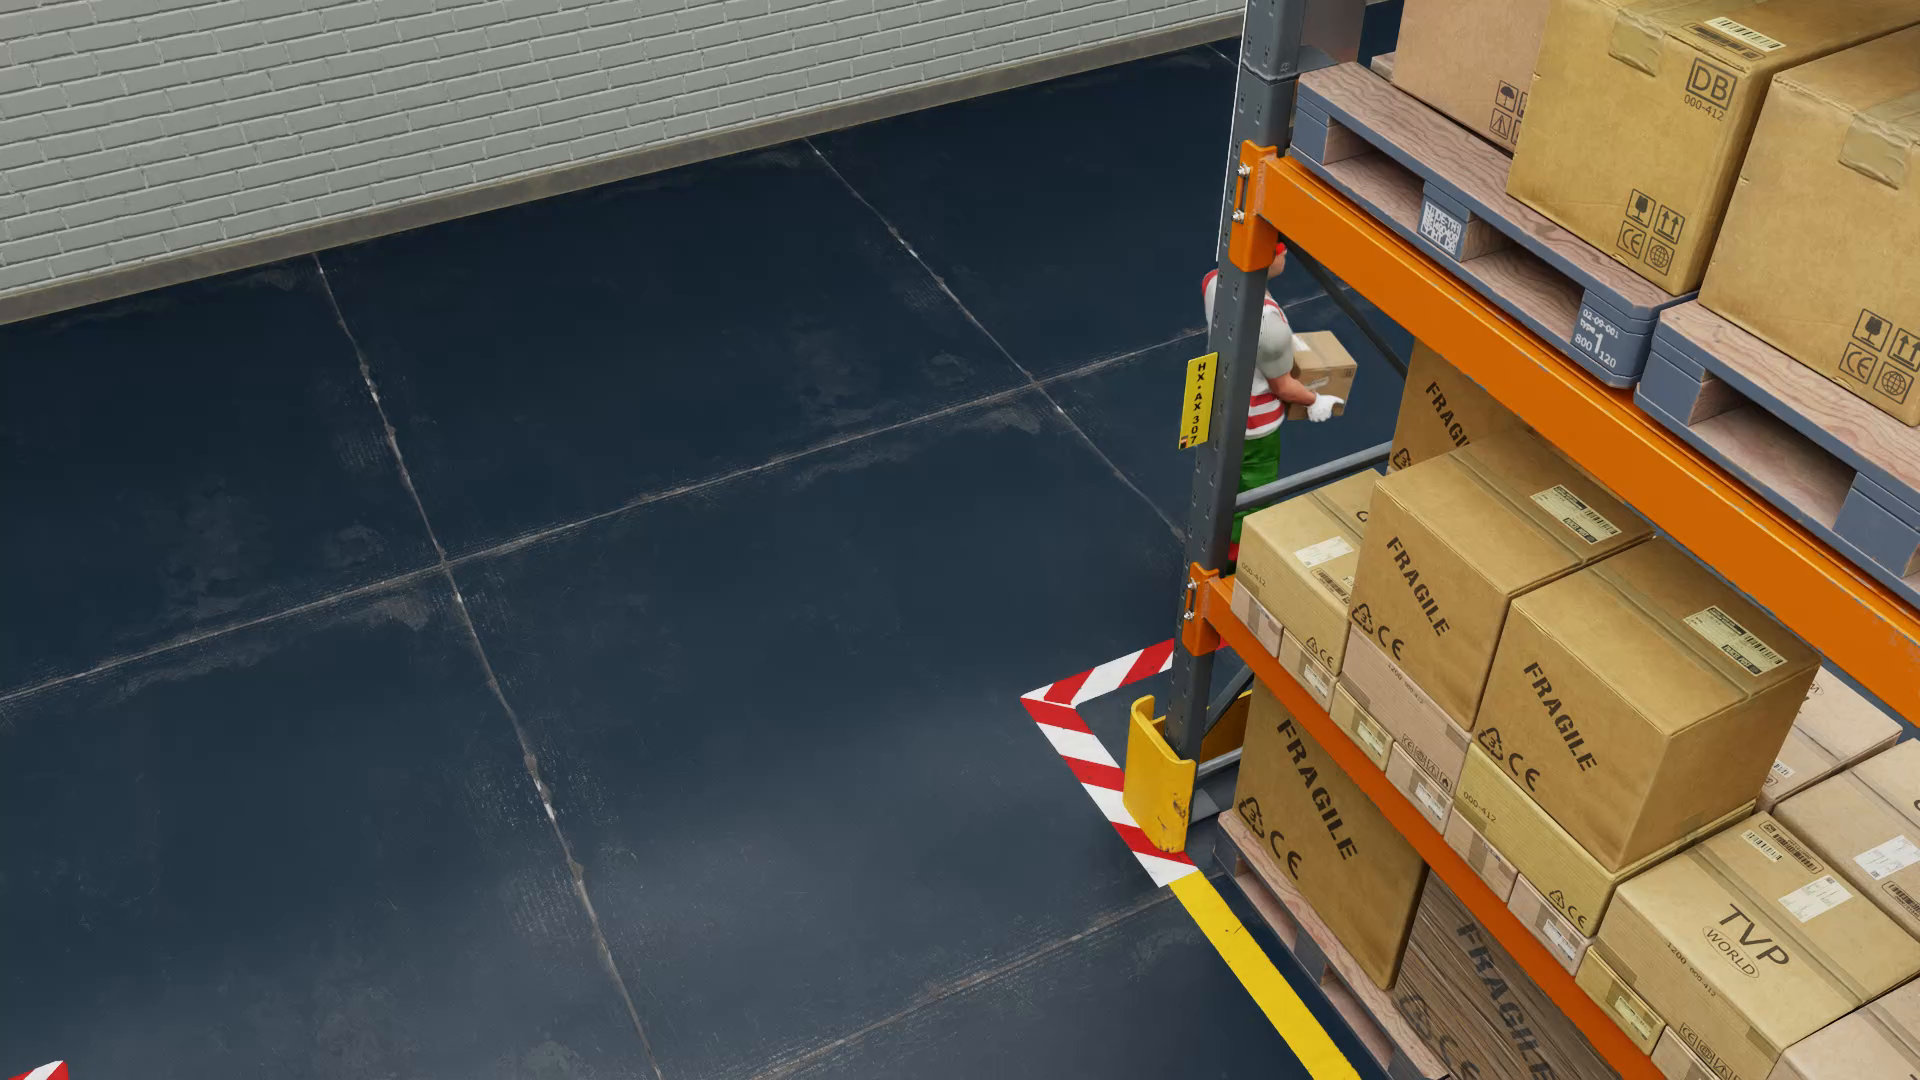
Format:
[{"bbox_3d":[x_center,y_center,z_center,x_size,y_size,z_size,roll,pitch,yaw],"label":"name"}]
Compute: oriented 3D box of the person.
[{"bbox_3d":[1.236,-0.540,6.760,0.547,1.793,0.519,-11,42,-12],"label":"person"}]
